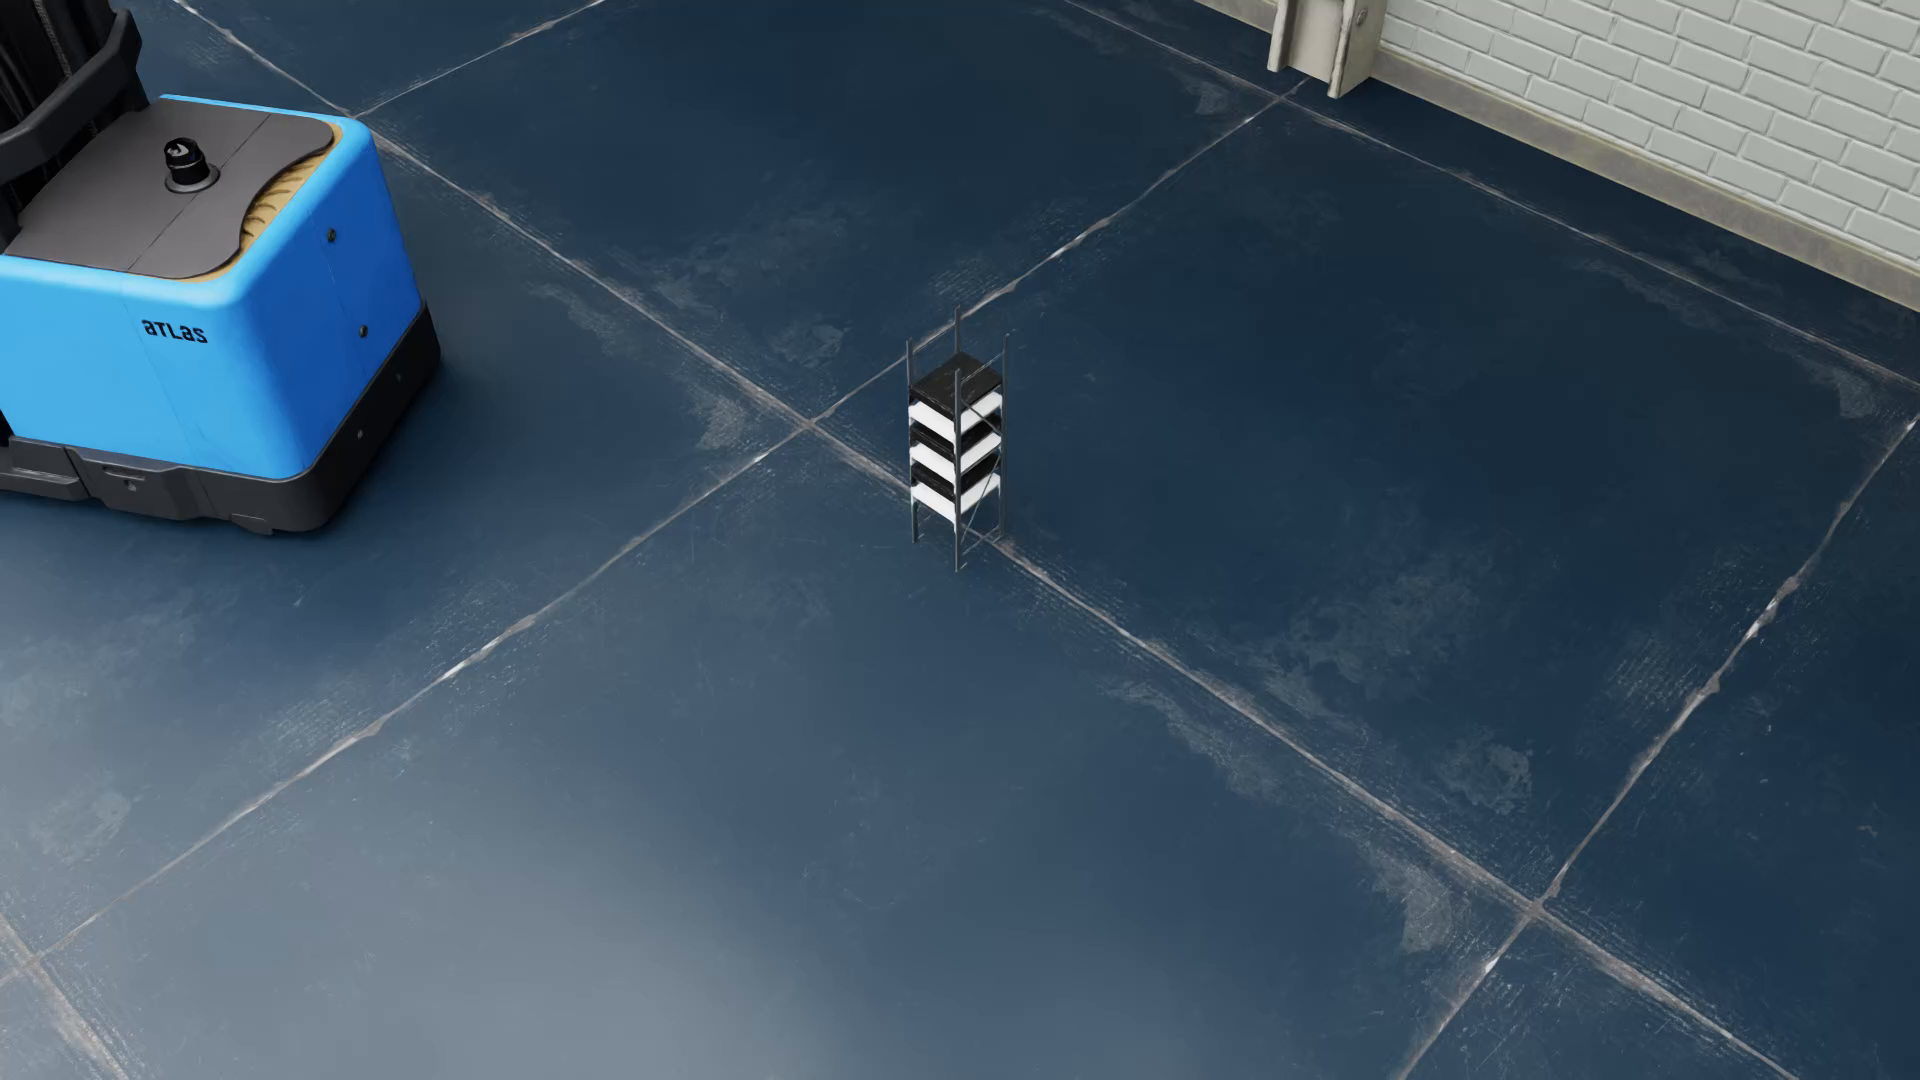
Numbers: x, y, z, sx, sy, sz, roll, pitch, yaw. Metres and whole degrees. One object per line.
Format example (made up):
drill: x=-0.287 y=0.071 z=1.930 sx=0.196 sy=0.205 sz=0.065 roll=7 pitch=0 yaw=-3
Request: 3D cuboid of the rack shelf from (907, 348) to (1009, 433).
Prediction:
rack shelf: x=-0.006 y=-0.474 z=5.253 sx=0.200 sy=0.077 sz=0.258 roll=34 pitch=55 yaw=28

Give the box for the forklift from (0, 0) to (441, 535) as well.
forklift: x=-3.543 y=-1.580 z=5.223 sx=3.031 sy=2.935 sz=1.130 roll=9 pitch=47 yaw=9

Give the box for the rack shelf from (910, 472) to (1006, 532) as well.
rack shelf: x=-0.006 y=-0.166 z=5.581 sx=0.200 sy=0.077 sz=0.258 roll=34 pitch=55 yaw=28

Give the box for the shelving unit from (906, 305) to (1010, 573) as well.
shelving unit: x=-0.006 y=-0.312 z=5.426 sx=0.210 sy=0.900 sz=0.258 roll=34 pitch=55 yaw=28

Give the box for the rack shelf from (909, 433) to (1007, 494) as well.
rack shelf: x=-0.006 y=-0.289 z=5.450 sx=0.200 sy=0.077 sz=0.258 roll=34 pitch=55 yaw=28

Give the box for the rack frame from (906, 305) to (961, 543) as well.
rack frame: x=-0.081 y=-0.362 z=5.473 sx=0.006 sy=0.900 sz=0.240 roll=34 pitch=55 yaw=28

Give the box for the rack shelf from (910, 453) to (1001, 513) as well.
rack shelf: x=-0.006 y=-0.228 z=5.516 sx=0.200 sy=0.077 sz=0.258 roll=34 pitch=55 yaw=28

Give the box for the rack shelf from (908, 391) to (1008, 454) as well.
rack shelf: x=-0.006 y=-0.412 z=5.319 sx=0.200 sy=0.077 sz=0.258 roll=34 pitch=55 yaw=28

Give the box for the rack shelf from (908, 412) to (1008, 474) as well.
rack shelf: x=-0.006 y=-0.351 z=5.384 sx=0.200 sy=0.077 sz=0.258 roll=34 pitch=55 yaw=28

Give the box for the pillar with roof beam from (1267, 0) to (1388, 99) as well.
pillar with roof beam: x=-1.226 y=-2.982 z=2.377 sx=0.400 sy=9.000 sz=9.100 roll=34 pitch=55 yaw=28

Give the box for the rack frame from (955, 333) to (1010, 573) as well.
rack frame: x=0.069 y=-0.262 z=5.379 sx=0.006 sy=0.900 sz=0.240 roll=34 pitch=55 yaw=28
